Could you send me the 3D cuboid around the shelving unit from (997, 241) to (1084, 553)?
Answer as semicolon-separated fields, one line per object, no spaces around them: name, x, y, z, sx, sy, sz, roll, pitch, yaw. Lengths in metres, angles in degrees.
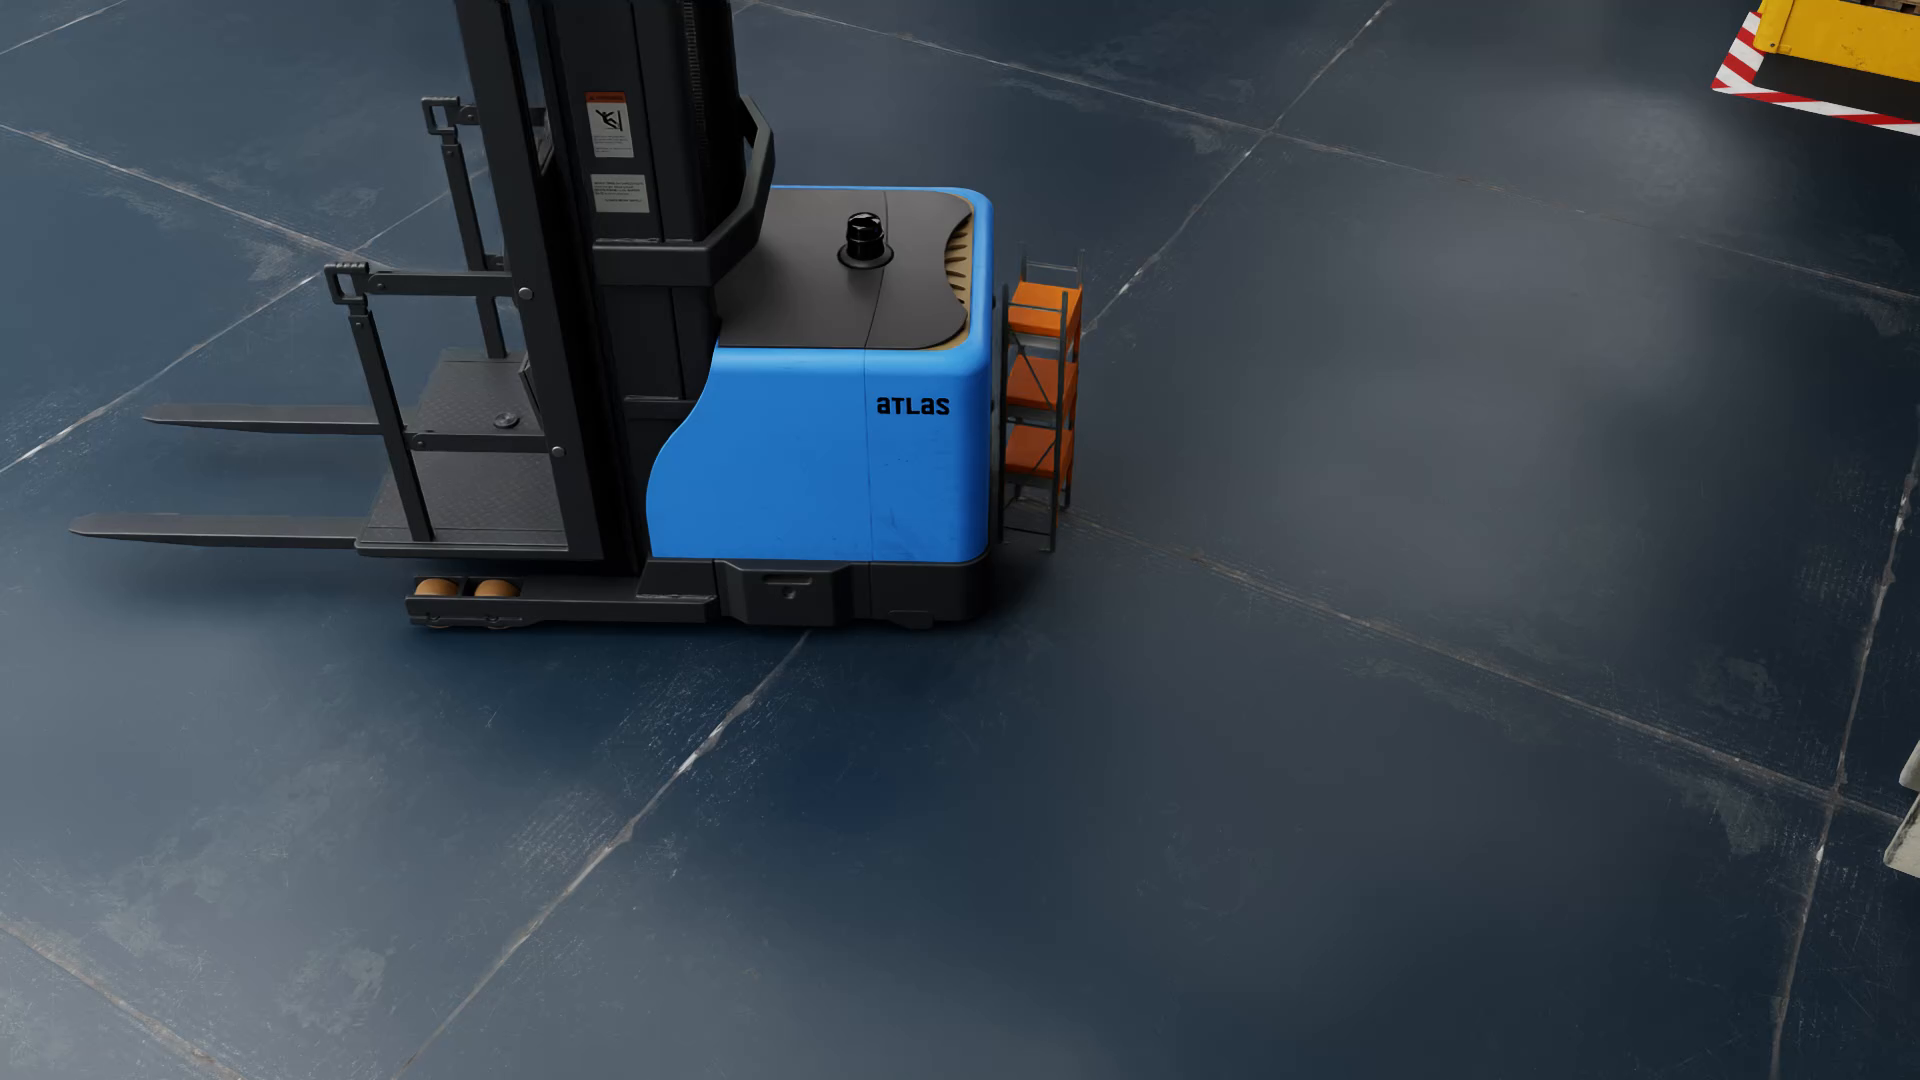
shelving unit;0.259;-0.448;5.464;0.215;1.050;0.252;10;42;11

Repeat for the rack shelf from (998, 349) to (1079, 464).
rack shelf;0.259;-0.440;5.471;0.215;0.259;0.240;10;42;11

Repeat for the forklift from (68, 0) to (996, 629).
forklift;-1.403;-1.158;4.847;3.031;2.935;1.130;1;41;1

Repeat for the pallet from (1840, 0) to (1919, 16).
pallet;5.066;-3.009;9.007;1.003;0.211;1.213;21;45;22

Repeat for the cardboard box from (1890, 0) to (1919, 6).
cardboard box;5.135;-2.946;8.588;0.500;0.250;0.500;21;46;22

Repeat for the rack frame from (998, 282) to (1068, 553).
rack frame;0.228;-0.370;5.375;0.200;1.050;0.008;10;42;11

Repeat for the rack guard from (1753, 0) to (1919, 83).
rack guard;4.708;-2.652;8.383;1.175;0.500;0.348;21;45;22

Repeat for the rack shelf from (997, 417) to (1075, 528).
rack shelf;0.259;-0.231;5.655;0.215;0.259;0.240;10;42;11

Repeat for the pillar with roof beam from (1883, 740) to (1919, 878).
pillar with roof beam;-0.881;-3.946;3.422;9.100;9.000;0.400;21;45;22

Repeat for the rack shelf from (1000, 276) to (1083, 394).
rack shelf;0.259;-0.653;5.284;0.215;0.259;0.240;10;42;11

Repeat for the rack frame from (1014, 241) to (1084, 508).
rack frame;0.290;-0.526;5.553;0.200;1.050;0.008;10;42;11
